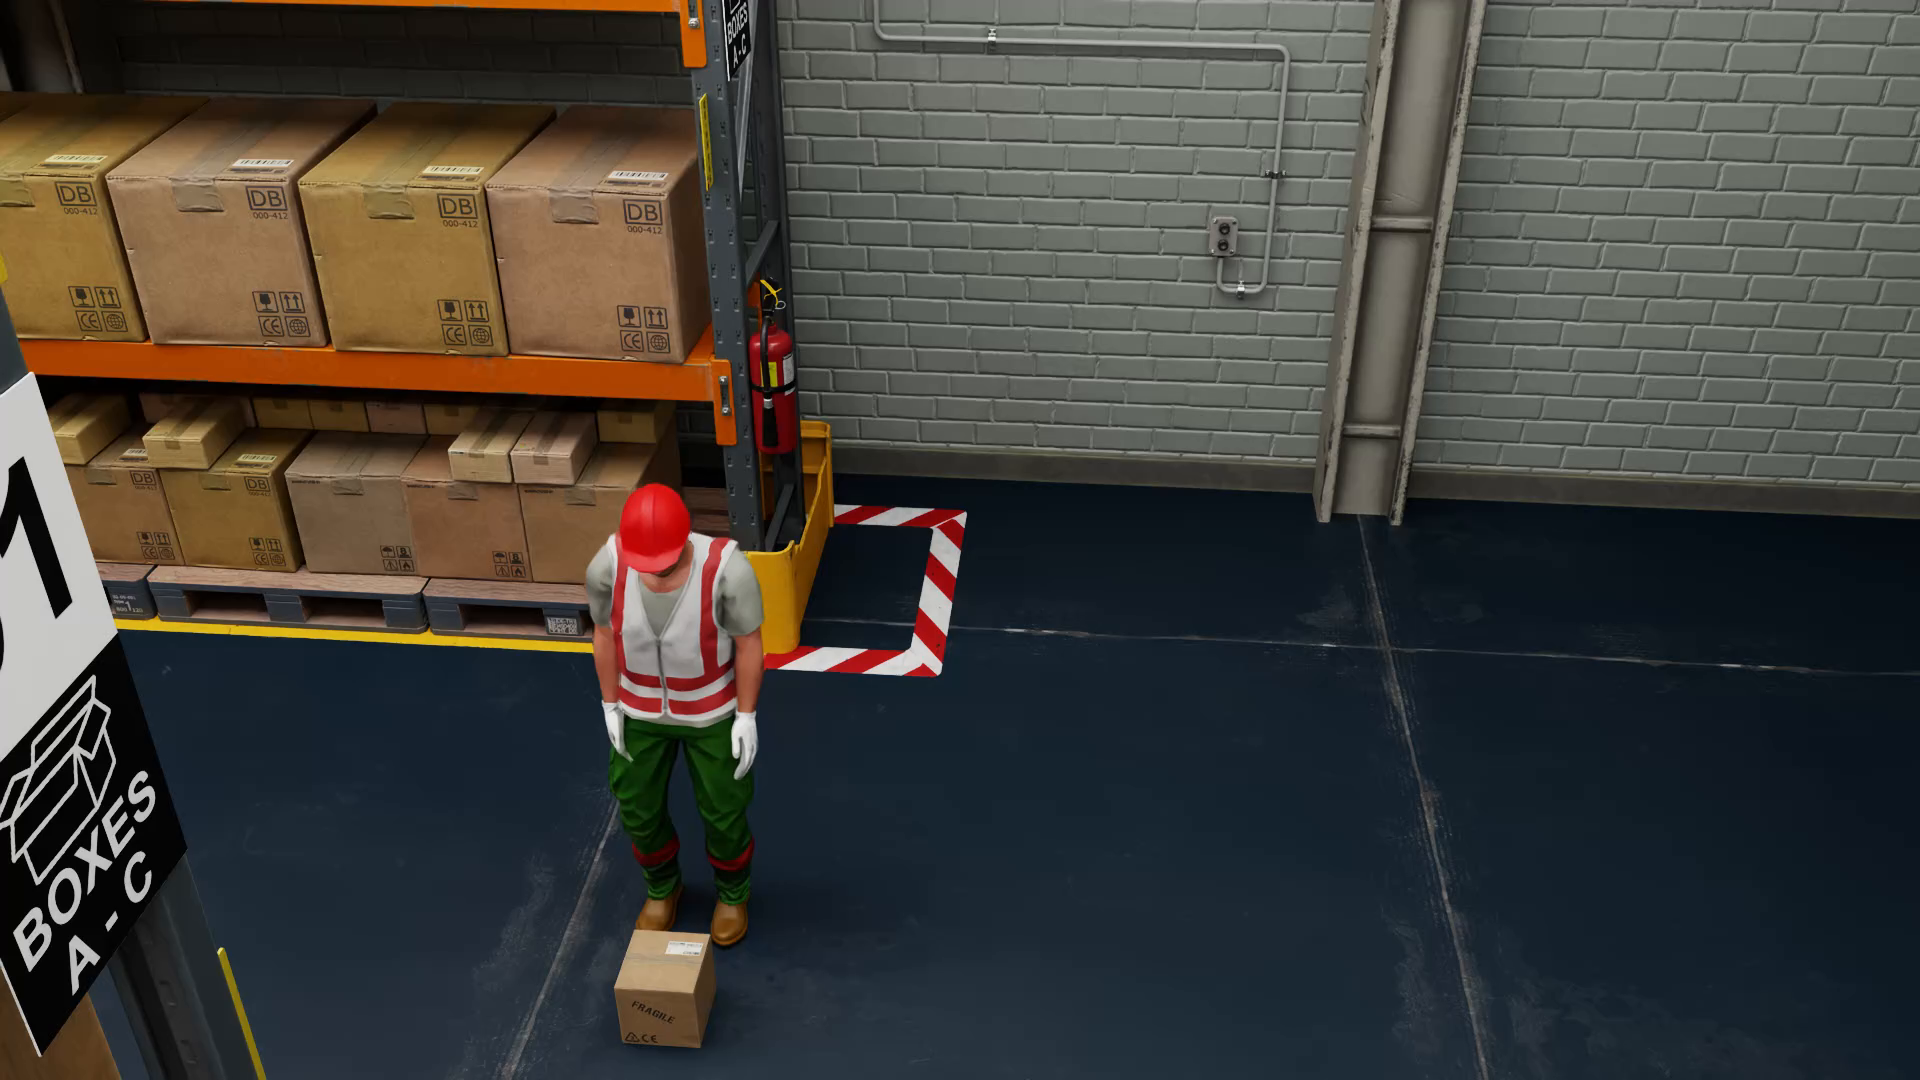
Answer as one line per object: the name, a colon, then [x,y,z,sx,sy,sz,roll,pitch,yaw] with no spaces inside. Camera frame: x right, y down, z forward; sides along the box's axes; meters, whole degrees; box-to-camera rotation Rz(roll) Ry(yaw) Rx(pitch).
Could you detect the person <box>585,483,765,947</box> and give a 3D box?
person: [-0.874,0.558,5.254,0.541,1.744,0.443,3,32,5]
